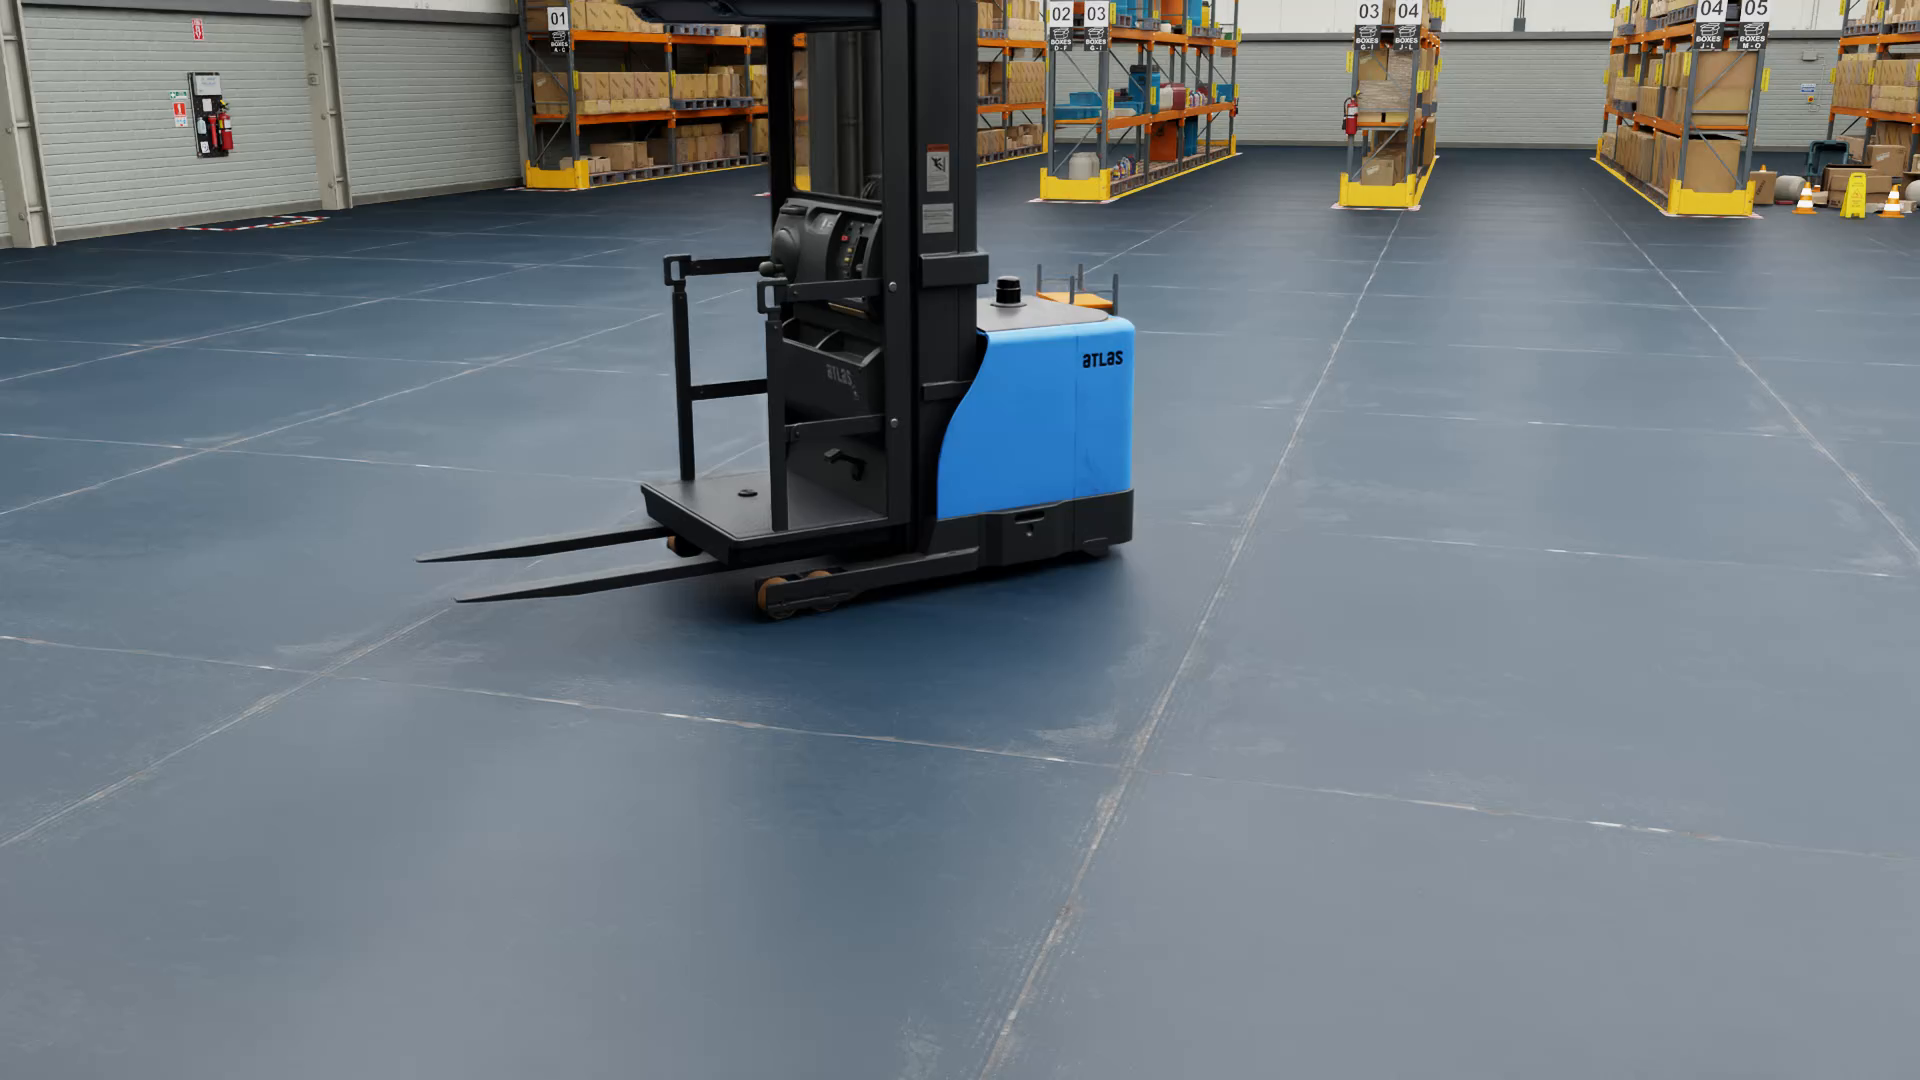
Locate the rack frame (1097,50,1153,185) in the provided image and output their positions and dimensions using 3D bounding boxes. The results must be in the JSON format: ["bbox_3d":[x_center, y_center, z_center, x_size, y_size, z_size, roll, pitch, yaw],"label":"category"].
[{"bbox_3d":[3.116,-8.280,31.526,1.000,3.000,0.127,5,16,16],"label":"rack frame"}]

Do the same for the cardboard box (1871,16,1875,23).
[{"bbox_3d":[19.589,-11.054,35.316,0.380,0.149,0.250,5,17,17],"label":"cardboard box"}]

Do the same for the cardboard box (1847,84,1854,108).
[{"bbox_3d":[19.959,-9.814,36.748,0.500,0.500,0.500,5,17,18],"label":"cardboard box"}]

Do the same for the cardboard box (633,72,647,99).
[{"bbox_3d":[-6.511,-8.937,32.705,0.500,0.500,0.500,4,16,14],"label":"cardboard box"}]

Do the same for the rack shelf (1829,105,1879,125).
[{"bbox_3d":[20.208,-9.398,36.784,1.077,0.370,4.000,5,16,16],"label":"rack shelf"}]

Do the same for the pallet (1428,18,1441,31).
[{"bbox_3d":[8.142,-9.402,30.328,1.213,0.211,1.003,5,16,16],"label":"pallet"}]

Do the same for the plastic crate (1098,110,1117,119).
[{"bbox_3d":[2.542,-7.316,28.610,0.298,0.136,0.250,5,16,16],"label":"plastic crate"}]

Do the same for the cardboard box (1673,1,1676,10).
[{"bbox_3d":[11.946,-8.790,27.333,0.380,0.149,0.250,4,16,15],"label":"cardboard box"}]

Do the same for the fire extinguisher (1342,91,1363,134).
[{"bbox_3d":[6.253,-6.818,26.513,0.296,0.674,0.183,5,16,16],"label":"fire extinguisher"}]

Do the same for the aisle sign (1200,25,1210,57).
[{"bbox_3d":[6.262,-12.712,42.387,0.394,0.787,0.004,5,16,16],"label":"aisle sign"}]

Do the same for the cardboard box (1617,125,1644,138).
[{"bbox_3d":[14.401,-8.766,35.673,0.500,0.250,0.500,4,16,13],"label":"cardboard box"}]

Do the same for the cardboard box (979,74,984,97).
[{"bbox_3d":[0.198,-10.542,38.545,0.700,0.500,0.500,1,16,2],"label":"cardboard box"}]

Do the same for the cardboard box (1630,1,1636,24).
[{"bbox_3d":[14.651,-11.181,35.302,0.700,0.500,0.500,5,16,16],"label":"cardboard box"}]

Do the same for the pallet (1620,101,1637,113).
[{"bbox_3d":[13.828,-8.634,33.124,1.213,0.211,1.003,5,16,16],"label":"pallet"}]

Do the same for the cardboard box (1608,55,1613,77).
[{"bbox_3d":[15.619,-11.200,39.259,0.500,0.500,0.500,5,16,16],"label":"cardboard box"}]

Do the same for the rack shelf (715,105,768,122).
[{"bbox_3d":[-4.678,-10.272,39.867,1.077,0.370,4.000,5,16,16],"label":"rack shelf"}]

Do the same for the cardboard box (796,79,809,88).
[{"bbox_3d":[-2.843,-8.094,29.496,0.380,0.149,0.250,4,16,15],"label":"cardboard box"}]

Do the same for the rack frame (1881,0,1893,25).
[{"bbox_3d":[19.639,-12.107,34.023,1.000,3.000,0.127,5,16,16],"label":"rack frame"}]

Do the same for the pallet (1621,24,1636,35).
[{"bbox_3d":[14.295,-10.506,34.220,1.213,0.211,1.003,5,16,16],"label":"pallet"}]

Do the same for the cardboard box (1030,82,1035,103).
[{"bbox_3d":[1.620,-11.449,42.513,0.500,0.500,0.500,5,17,16],"label":"cardboard box"}]

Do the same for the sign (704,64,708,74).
[{"bbox_3d":[-5.779,-10.694,37.914,0.100,0.325,0.005,5,16,16],"label":"sign"}]

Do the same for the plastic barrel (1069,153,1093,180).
[{"bbox_3d":[2.093,-6.417,28.746,0.421,0.512,0.421,0,16,0],"label":"plastic barrel"}]

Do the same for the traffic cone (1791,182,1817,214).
[{"bbox_3d":[12.967,-5.247,25.480,0.336,0.463,0.334,5,16,16],"label":"traffic cone"}]

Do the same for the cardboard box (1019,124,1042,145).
[{"bbox_3d":[1.859,-10.653,43.664,0.500,0.500,0.500,5,16,16],"label":"cardboard box"}]

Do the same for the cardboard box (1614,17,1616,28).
[{"bbox_3d":[15.625,-12.139,38.991,0.500,0.250,0.500,5,17,17],"label":"cardboard box"}]

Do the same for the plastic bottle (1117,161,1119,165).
[{"bbox_3d":[2.910,-6.826,30.568,0.061,0.283,0.133,5,16,16],"label":"plastic bottle"}]

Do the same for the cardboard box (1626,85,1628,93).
[{"bbox_3d":[13.506,-8.990,33.175,0.380,0.149,0.250,5,17,18],"label":"cardboard box"}]

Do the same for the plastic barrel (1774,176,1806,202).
[{"bbox_3d":[13.739,-5.830,27.608,0.421,0.421,0.512,-10,19,-32],"label":"plastic barrel"}]

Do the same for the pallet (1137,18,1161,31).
[{"bbox_3d":[3.004,-9.436,30.450,1.213,0.211,1.003,5,16,16],"label":"pallet"}]

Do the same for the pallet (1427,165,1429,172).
[{"bbox_3d":[9.646,-8.120,36.070,1.003,0.211,1.213,5,16,16],"label":"pallet"}]

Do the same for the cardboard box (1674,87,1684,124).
[{"bbox_3d":[11.652,-6.757,25.880,0.875,0.550,0.550,5,16,16],"label":"cardboard box"}]

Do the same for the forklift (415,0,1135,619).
[{"bbox_3d":[-0.743,-1.255,6.883,3.031,2.935,1.130,-9,18,-29],"label":"forklift"}]

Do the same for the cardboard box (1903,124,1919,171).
[{"bbox_3d":[18.778,-7.528,31.999,0.875,0.875,0.875,4,16,15],"label":"cardboard box"}]

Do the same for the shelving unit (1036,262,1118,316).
[{"bbox_3d":[0.567,-0.740,8.240,0.258,1.200,0.503,-4,16,-15],"label":"shelving unit"}]

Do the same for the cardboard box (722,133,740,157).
[{"bbox_3d":[-5.401,-8.912,37.526,0.700,0.500,0.500,5,17,17],"label":"cardboard box"}]

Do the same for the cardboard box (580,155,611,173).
[{"bbox_3d":[-7.075,-7.243,31.991,0.500,0.311,0.500,6,17,20],"label":"cardboard box"}]

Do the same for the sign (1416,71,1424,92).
[{"bbox_3d":[7.248,-7.224,26.216,0.100,0.325,0.005,5,16,16],"label":"sign"}]

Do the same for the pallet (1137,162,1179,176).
[{"bbox_3d":[3.995,-7.786,34.892,1.003,0.211,1.213,5,16,16],"label":"pallet"}]

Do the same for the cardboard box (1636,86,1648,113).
[{"bbox_3d":[13.341,-8.483,32.058,0.500,0.500,0.500,5,17,16],"label":"cardboard box"}]

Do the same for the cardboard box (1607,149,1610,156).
[{"bbox_3d":[14.943,-8.809,37.843,0.380,0.149,0.250,5,16,16],"label":"cardboard box"}]

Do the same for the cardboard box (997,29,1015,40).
[{"bbox_3d":[1.016,-12.237,40.254,0.500,0.250,0.500,5,16,16],"label":"cardboard box"}]

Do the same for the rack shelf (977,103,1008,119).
[{"bbox_3d":[0.073,-9.889,38.516,1.077,0.370,4.000,5,16,16],"label":"rack shelf"}]

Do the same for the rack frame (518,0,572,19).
[{"bbox_3d":[-7.520,-10.888,29.726,1.000,3.000,0.127,5,16,16],"label":"rack frame"}]

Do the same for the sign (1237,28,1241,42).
[{"bbox_3d":[7.058,-12.774,42.064,0.100,0.325,0.005,5,16,16],"label":"sign"}]

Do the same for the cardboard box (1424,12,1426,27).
[{"bbox_3d":[7.541,-8.728,27.882,0.500,0.250,0.500,5,17,18],"label":"cardboard box"}]

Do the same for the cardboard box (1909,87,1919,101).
[{"bbox_3d":[18.397,-8.489,31.620,0.500,0.250,0.500,5,16,16],"label":"cardboard box"}]

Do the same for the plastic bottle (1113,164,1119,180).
[{"bbox_3d":[2.793,-6.583,29.736,0.097,0.271,0.097,0,16,0],"label":"plastic bottle"}]

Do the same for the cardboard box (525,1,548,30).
[{"bbox_3d":[-7.644,-9.632,30.573,0.500,0.500,0.500,6,17,20],"label":"cardboard box"}]

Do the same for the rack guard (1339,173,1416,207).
[{"bbox_3d":[6.749,-5.667,26.893,1.175,0.500,0.348,5,16,16],"label":"rack guard"}]

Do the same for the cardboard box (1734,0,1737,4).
[{"bbox_3d":[12.003,-8.208,25.281,0.380,0.149,0.250,5,16,16],"label":"cardboard box"}]

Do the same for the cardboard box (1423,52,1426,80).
[{"bbox_3d":[7.860,-8.299,29.029,0.500,0.500,0.500,5,16,16],"label":"cardboard box"}]

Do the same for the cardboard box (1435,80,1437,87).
[{"bbox_3d":[11.388,-11.320,40.596,0.500,0.500,0.500,5,17,17],"label":"cardboard box"}]
